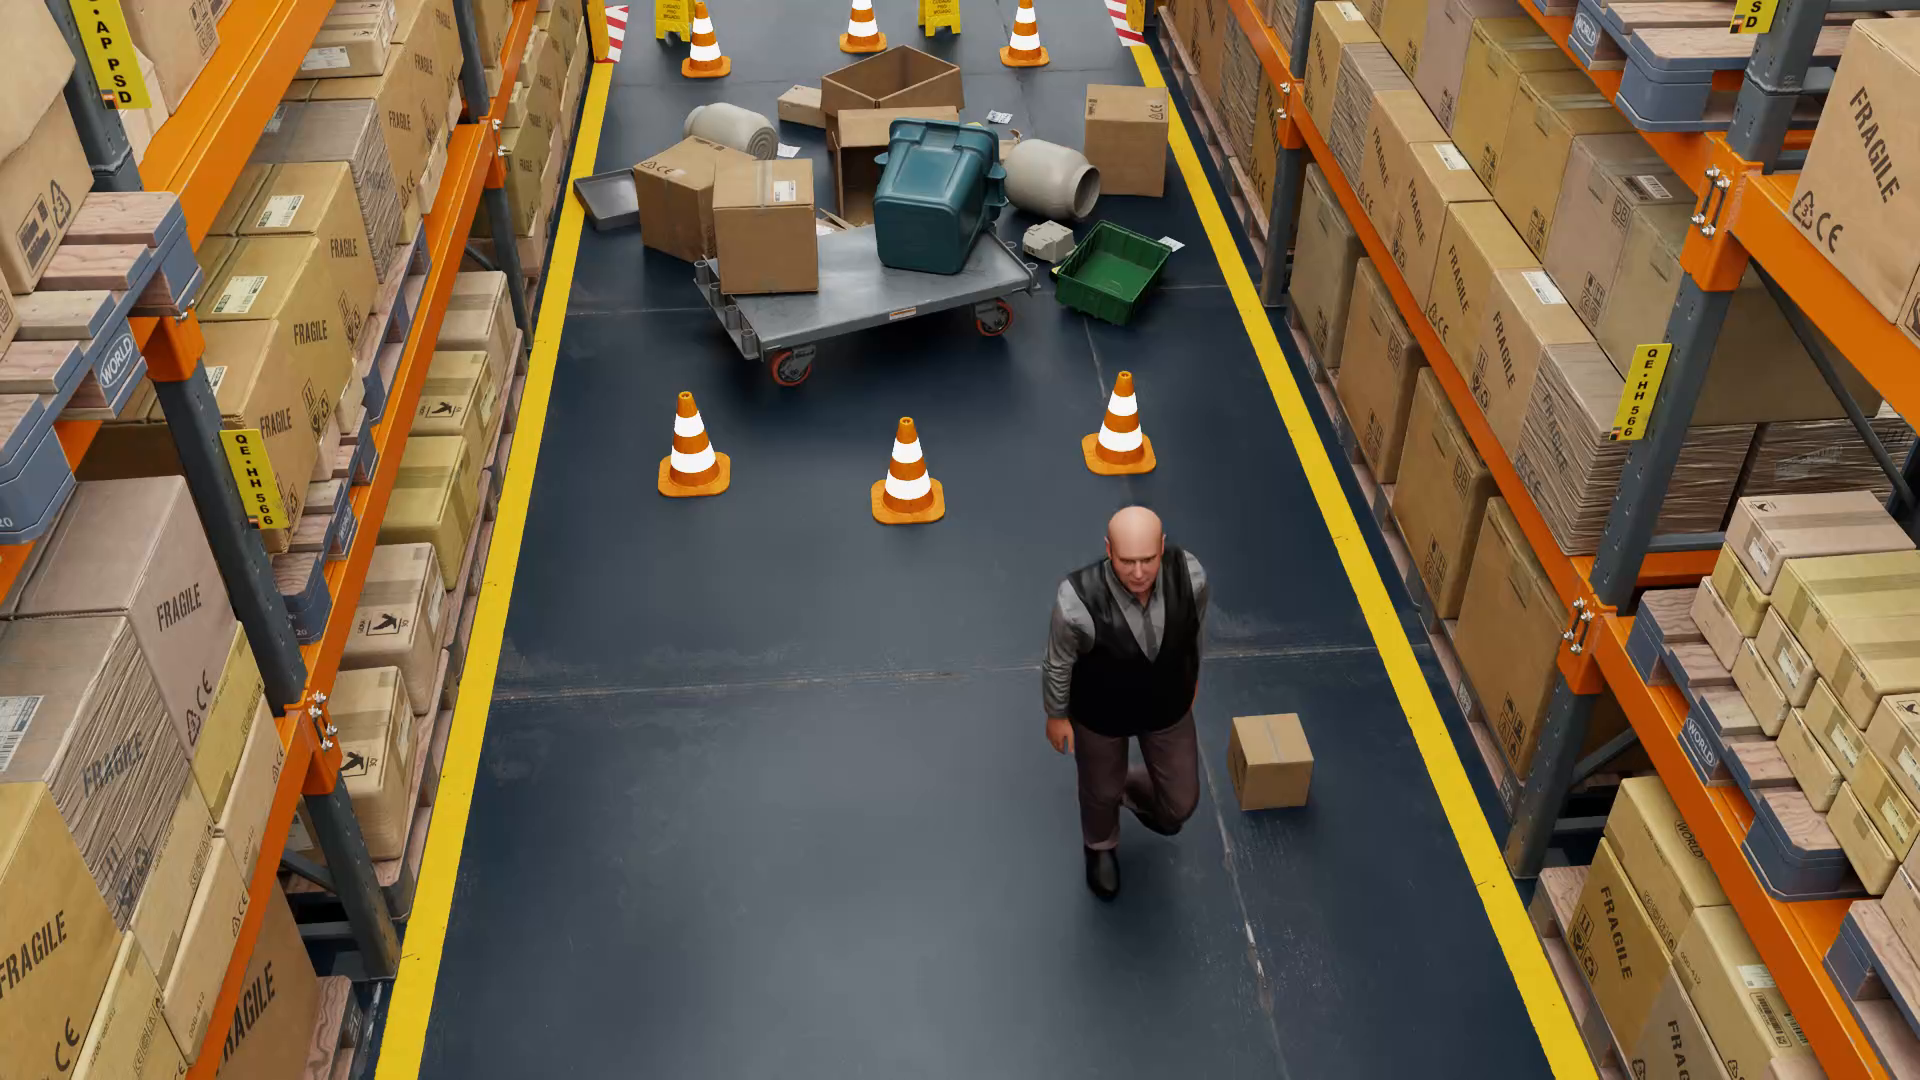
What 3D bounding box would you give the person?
[{"bbox_3d":[0.539,0.526,5.506,0.583,1.715,0.474,-9,40,-11],"label":"person"}]
